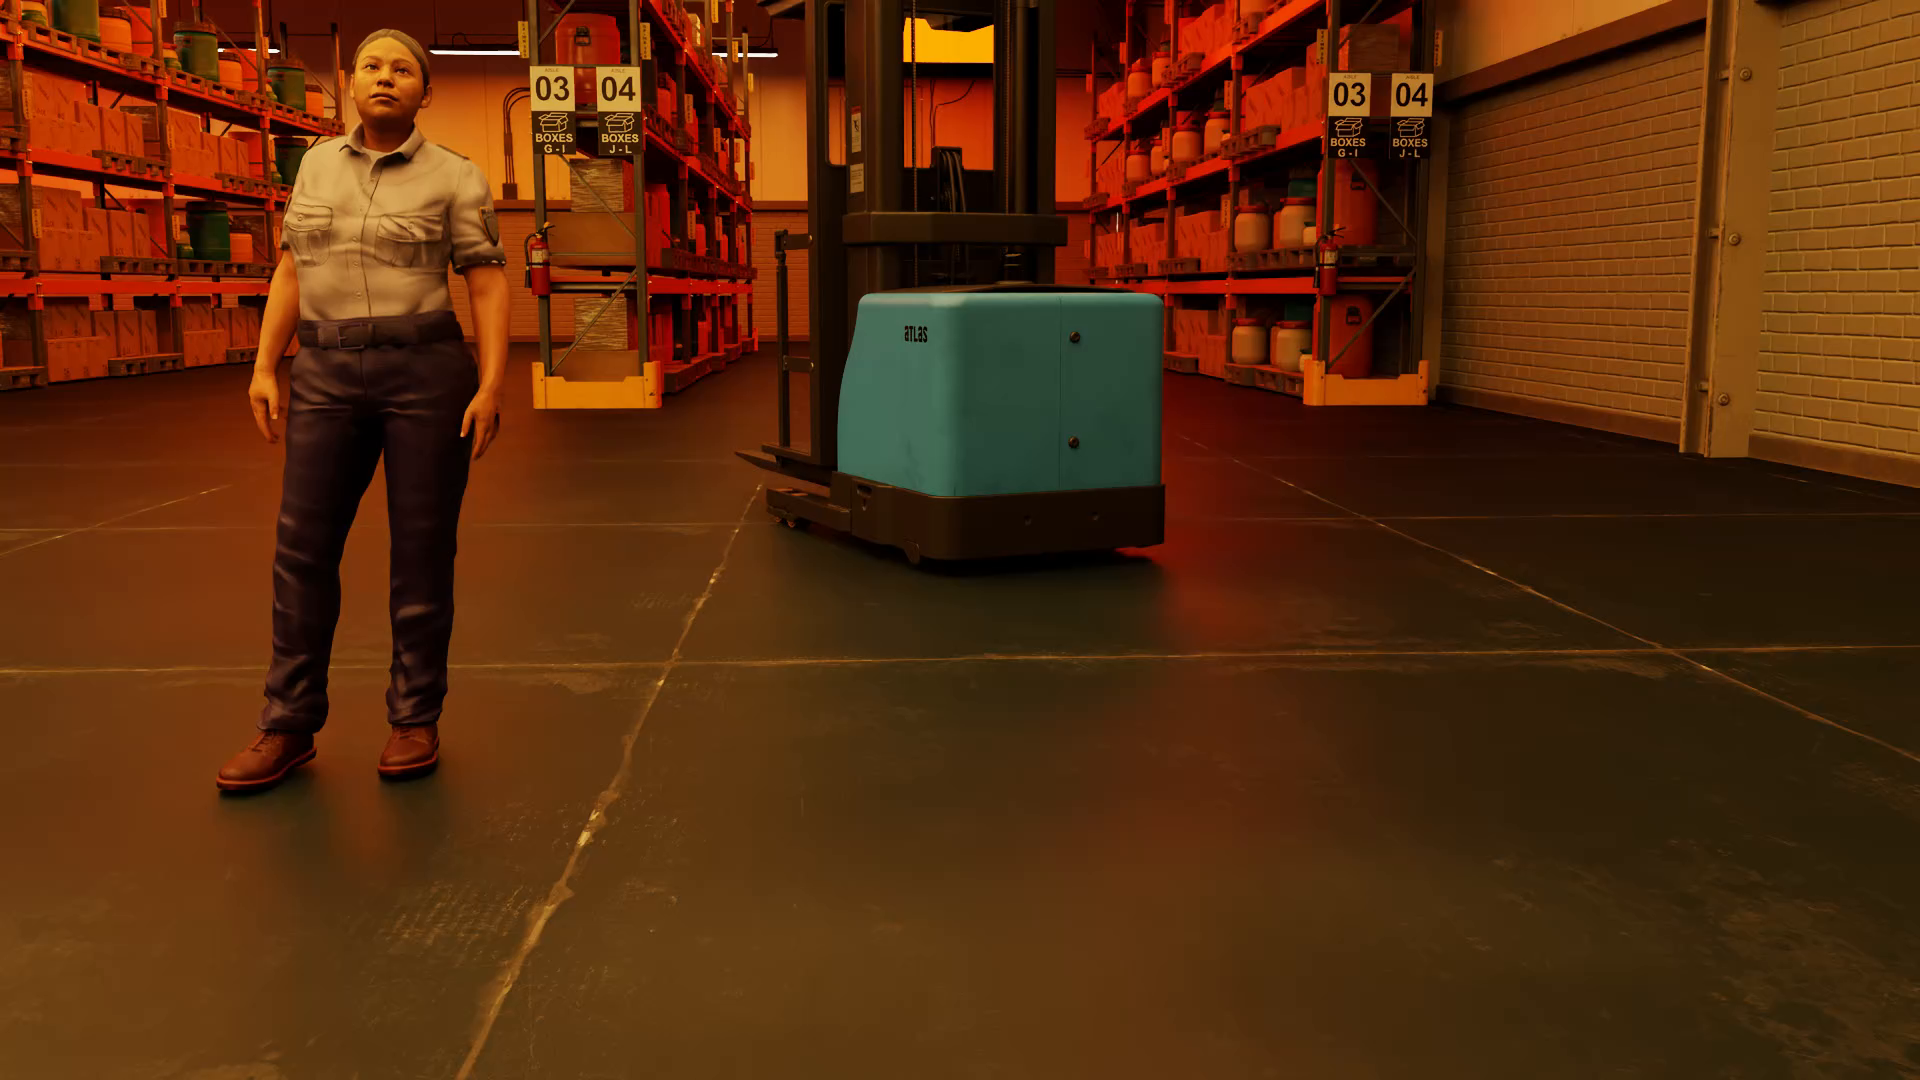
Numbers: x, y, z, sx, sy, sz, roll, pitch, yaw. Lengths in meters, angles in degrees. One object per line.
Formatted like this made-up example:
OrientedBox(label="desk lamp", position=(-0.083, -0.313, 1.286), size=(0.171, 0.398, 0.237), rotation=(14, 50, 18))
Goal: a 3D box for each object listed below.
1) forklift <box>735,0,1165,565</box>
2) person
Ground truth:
OrientedBox(label="forklift", position=(-0.264, -1.530, 7.637), size=(1.130, 2.935, 3.031), rotation=(-4, 9, -25))
OrientedBox(label="person", position=(-1.326, -0.305, 3.701), size=(0.599, 1.650, 0.503), rotation=(0, 8, 0))
